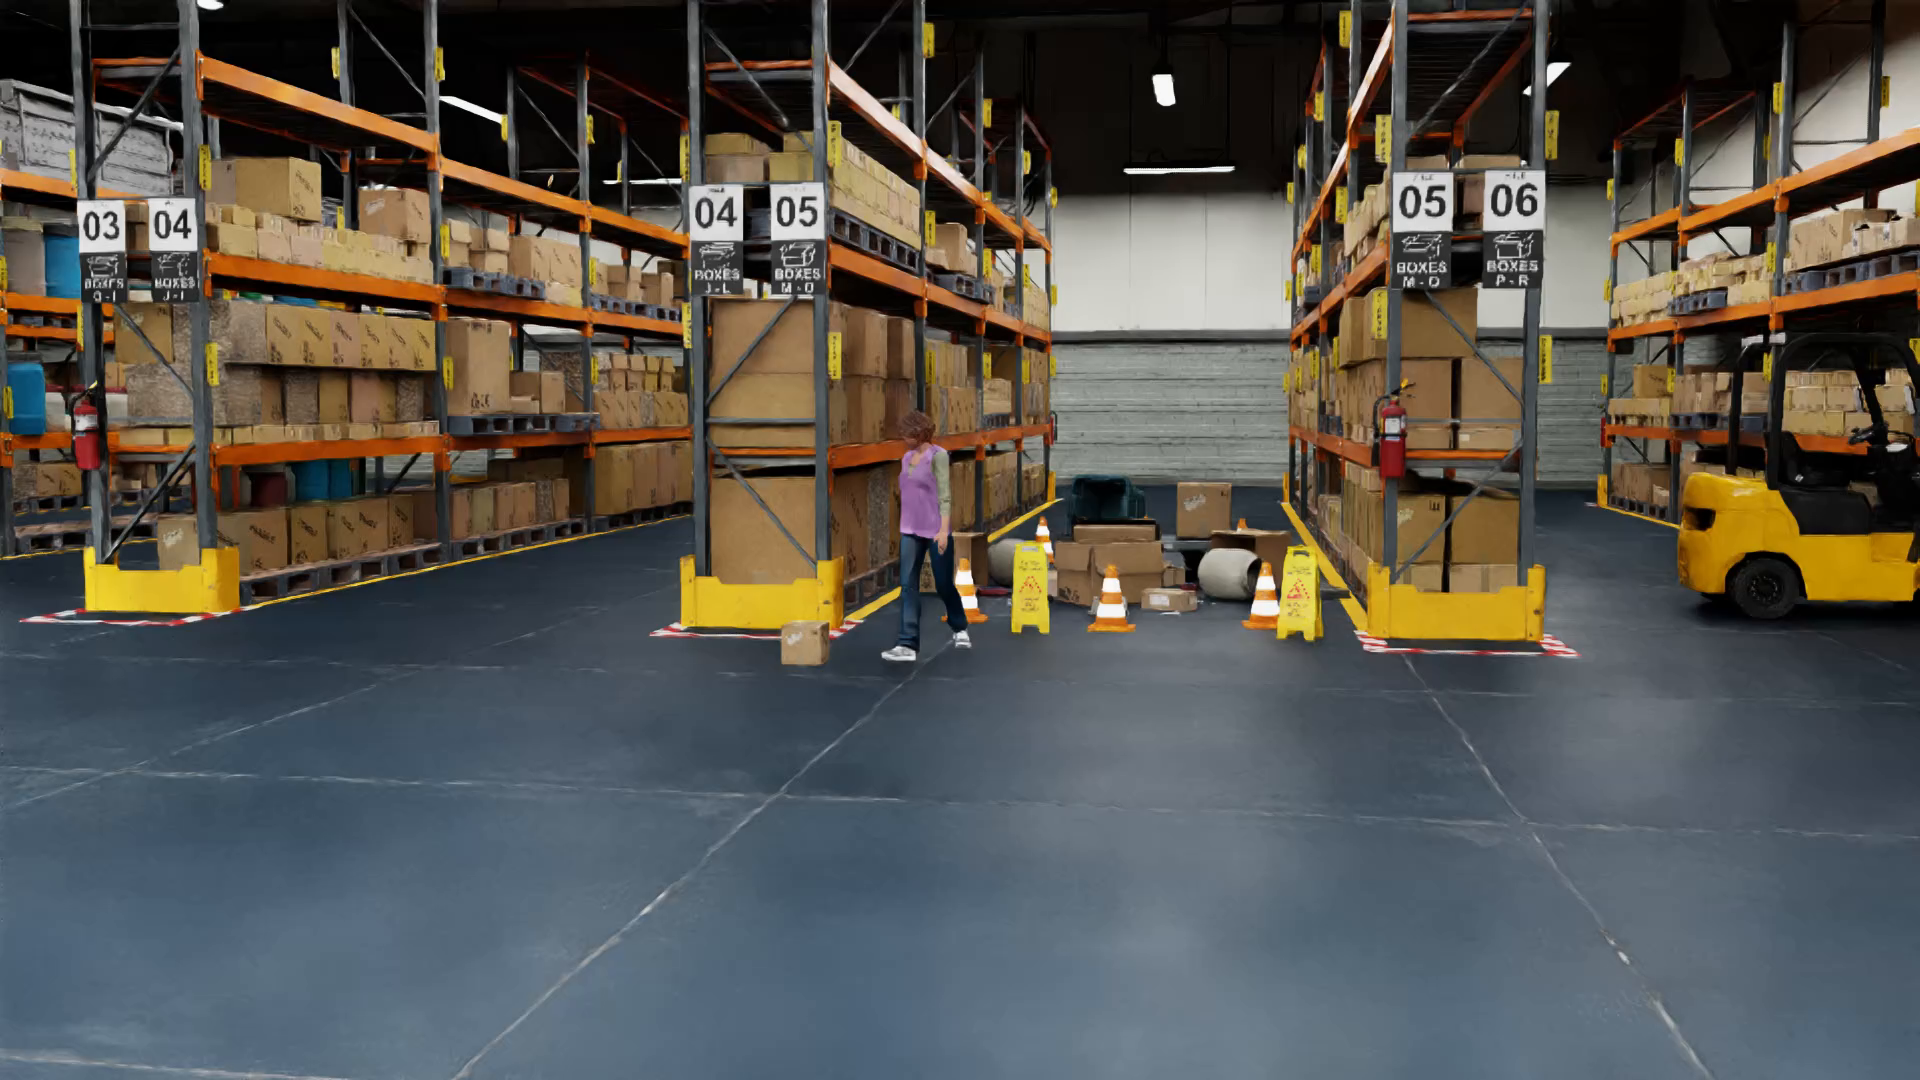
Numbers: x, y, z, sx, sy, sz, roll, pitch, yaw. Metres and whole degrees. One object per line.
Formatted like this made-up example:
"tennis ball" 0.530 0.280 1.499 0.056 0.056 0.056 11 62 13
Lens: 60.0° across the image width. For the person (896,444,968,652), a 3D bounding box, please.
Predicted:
"person" -0.162 0.041 10.560 0.457 1.295 0.680 3 6 35
